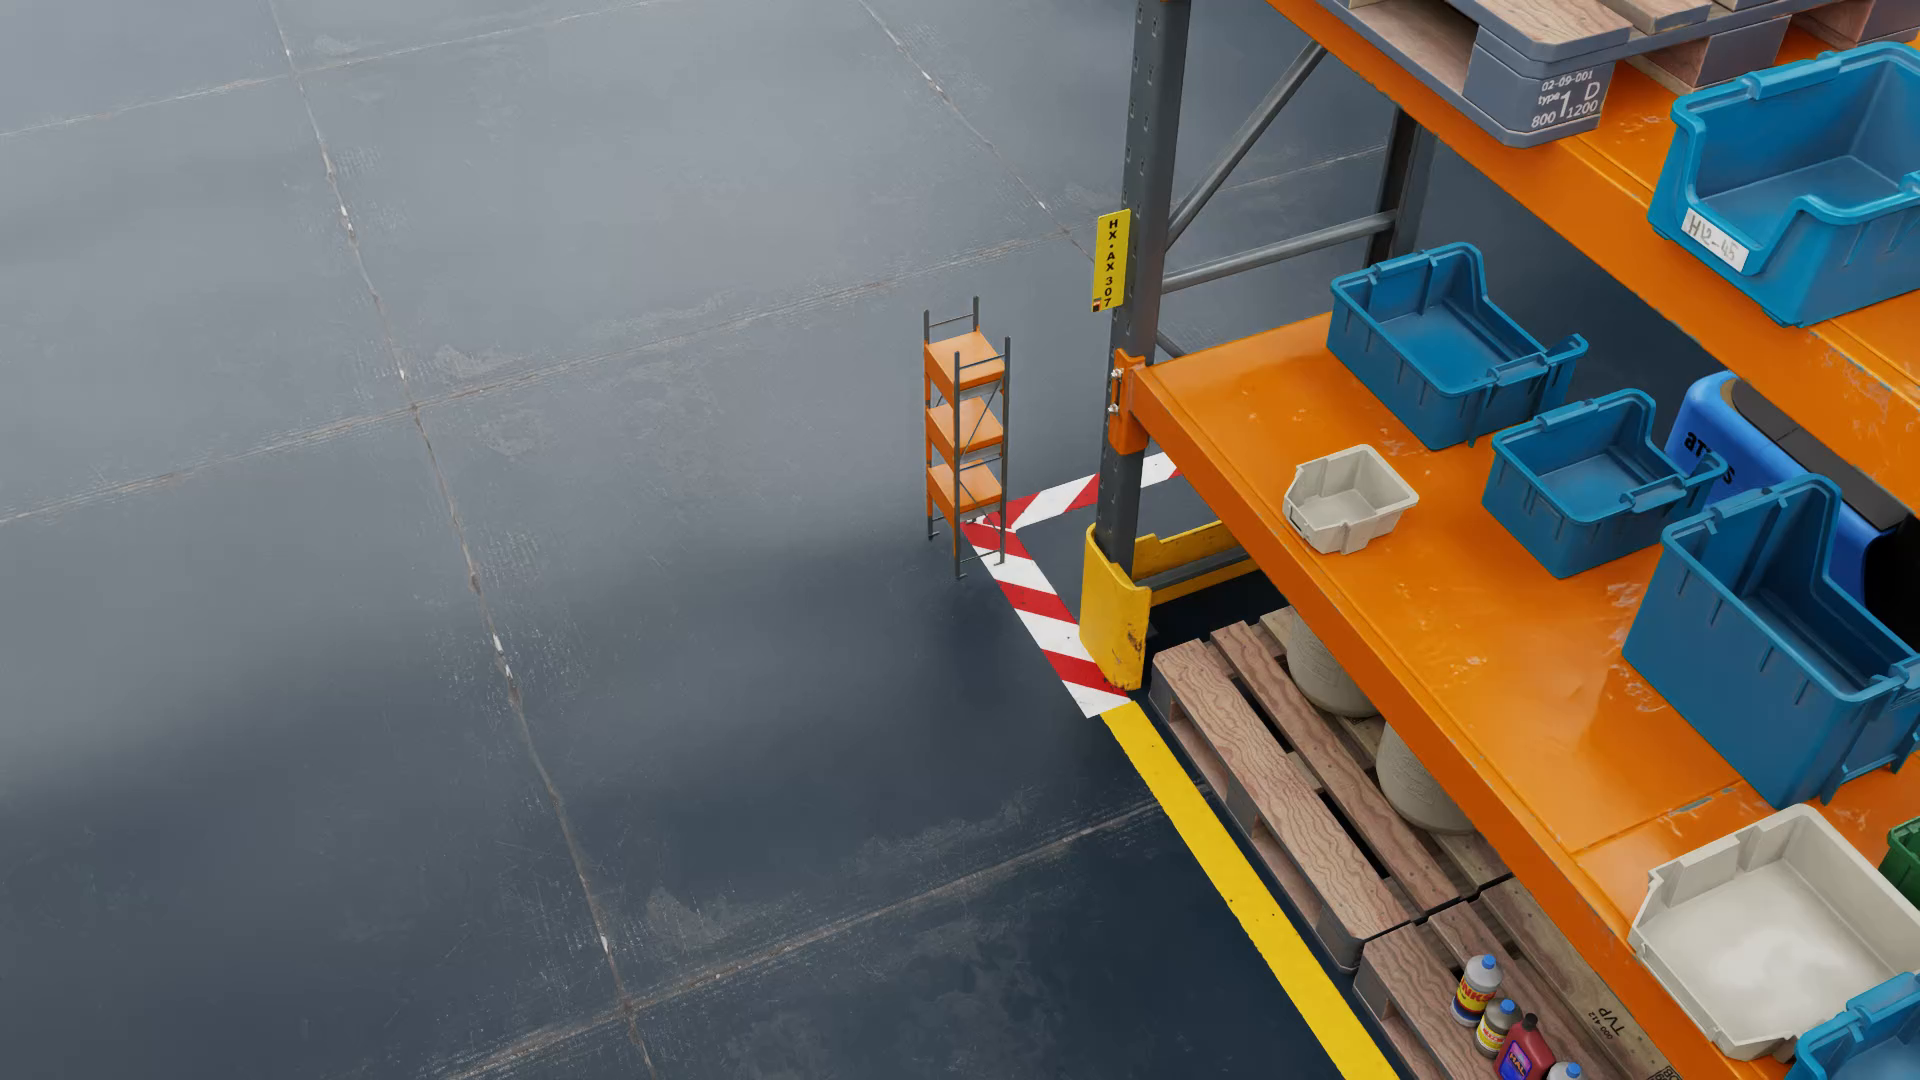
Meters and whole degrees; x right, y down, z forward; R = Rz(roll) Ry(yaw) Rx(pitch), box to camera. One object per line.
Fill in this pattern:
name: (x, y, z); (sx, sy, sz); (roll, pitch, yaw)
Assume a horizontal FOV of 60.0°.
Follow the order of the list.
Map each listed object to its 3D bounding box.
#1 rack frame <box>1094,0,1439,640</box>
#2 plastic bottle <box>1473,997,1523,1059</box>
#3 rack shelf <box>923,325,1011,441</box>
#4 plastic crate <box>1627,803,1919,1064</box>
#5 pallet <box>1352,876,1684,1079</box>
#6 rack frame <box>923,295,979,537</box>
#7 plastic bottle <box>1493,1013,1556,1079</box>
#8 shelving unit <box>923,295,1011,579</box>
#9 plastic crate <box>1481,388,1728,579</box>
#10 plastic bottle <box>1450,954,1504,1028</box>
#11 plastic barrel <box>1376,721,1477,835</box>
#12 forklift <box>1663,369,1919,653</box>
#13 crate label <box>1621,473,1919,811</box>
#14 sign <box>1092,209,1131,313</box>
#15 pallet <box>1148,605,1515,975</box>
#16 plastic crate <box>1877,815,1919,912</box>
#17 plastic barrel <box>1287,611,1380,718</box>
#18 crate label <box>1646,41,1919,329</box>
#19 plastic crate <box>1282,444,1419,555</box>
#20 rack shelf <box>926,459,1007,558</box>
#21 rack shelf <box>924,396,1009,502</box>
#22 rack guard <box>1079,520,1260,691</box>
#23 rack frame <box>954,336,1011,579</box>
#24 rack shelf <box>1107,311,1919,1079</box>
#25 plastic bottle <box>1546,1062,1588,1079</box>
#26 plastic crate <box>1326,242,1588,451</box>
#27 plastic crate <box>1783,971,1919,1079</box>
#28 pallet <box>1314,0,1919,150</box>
rack frame: (0.929, -0.850, 4.976); (1.000, 3.000, 0.127); (-18, 47, -17)
plastic bottle: (1.452, 1.303, 4.473); (0.097, 0.201, 0.097); (0, 45, 0)
rack shelf: (0.022, -0.534, 5.655); (0.215, 0.259, 0.240); (-18, 47, -17)
plastic crate: (1.698, 0.833, 3.458); (0.530, 0.136, 0.437); (-18, 47, -17)
pallet: (1.849, 1.472, 4.607); (1.003, 0.211, 1.213); (-18, 47, -17)
rack frame: (-0.029, -0.417, 5.925); (0.200, 1.050, 0.008); (-18, 47, -17)
plastic bottle: (1.487, 1.357, 4.360); (0.061, 0.283, 0.133); (-17, 47, -17)
shelving unit: (0.022, -0.340, 5.847); (0.215, 1.050, 0.252); (-18, 47, -17)
plastic crate: (1.679, -0.151, 4.374); (0.499, 0.251, 0.408); (-18, 47, -17)
plastic bottle: (1.408, 1.212, 4.516); (0.097, 0.271, 0.097); (0, 45, 0)
plastic barrel: (1.486, 0.602, 4.977); (0.421, 0.512, 0.421); (0, 45, 0)
forklift: (3.328, 0.037, 4.126); (1.130, 2.935, 3.031); (-17, 47, -17)
crate label: (1.948, 0.230, 3.856); (0.502, 0.435, 0.616); (-18, 47, -17)
sign: (0.428, -0.789, 4.717); (0.100, 0.325, 0.005); (-18, 47, -17)
pallet: (1.340, 0.696, 5.394); (1.003, 0.211, 1.213); (-18, 47, -17)
plastic crate: (2.296, 0.826, 3.428); (0.450, 0.188, 0.662); (-18, 47, -17)
plastic barrel: (1.275, 0.283, 5.300); (0.421, 0.512, 0.421); (0, 45, 0)
crate label: (1.416, -0.575, 2.667); (0.502, 0.251, 0.408); (-18, 47, -17)
plastic crate: (1.013, -0.091, 4.394); (0.298, 0.136, 0.250); (-18, 47, -17)
rack shelf: (0.022, -0.134, 6.049); (0.215, 0.259, 0.240); (-18, 47, -17)
rack shelf: (0.022, -0.332, 5.854); (0.215, 0.259, 0.240); (-18, 47, -17)
rack guard: (1.003, 0.074, 5.819); (1.175, 0.500, 0.348); (-18, 47, -17)
rack frame: (0.073, -0.262, 5.768); (0.200, 1.050, 0.008); (-18, 47, -17)
rack shelf: (1.770, 0.680, 3.937); (1.077, 0.370, 4.000); (-18, 47, -17)
plastic bottle: (1.553, 1.430, 4.294); (0.097, 0.271, 0.097); (0, 45, 0)
plastic crate: (1.411, -0.567, 4.795); (0.499, 0.251, 0.616); (-18, 47, -17)
plastic crate: (1.899, 1.127, 3.078); (0.499, 0.251, 0.616); (-18, 47, -17)
pallet: (1.188, -1.295, 3.425); (1.003, 0.211, 1.213); (-18, 47, -17)
